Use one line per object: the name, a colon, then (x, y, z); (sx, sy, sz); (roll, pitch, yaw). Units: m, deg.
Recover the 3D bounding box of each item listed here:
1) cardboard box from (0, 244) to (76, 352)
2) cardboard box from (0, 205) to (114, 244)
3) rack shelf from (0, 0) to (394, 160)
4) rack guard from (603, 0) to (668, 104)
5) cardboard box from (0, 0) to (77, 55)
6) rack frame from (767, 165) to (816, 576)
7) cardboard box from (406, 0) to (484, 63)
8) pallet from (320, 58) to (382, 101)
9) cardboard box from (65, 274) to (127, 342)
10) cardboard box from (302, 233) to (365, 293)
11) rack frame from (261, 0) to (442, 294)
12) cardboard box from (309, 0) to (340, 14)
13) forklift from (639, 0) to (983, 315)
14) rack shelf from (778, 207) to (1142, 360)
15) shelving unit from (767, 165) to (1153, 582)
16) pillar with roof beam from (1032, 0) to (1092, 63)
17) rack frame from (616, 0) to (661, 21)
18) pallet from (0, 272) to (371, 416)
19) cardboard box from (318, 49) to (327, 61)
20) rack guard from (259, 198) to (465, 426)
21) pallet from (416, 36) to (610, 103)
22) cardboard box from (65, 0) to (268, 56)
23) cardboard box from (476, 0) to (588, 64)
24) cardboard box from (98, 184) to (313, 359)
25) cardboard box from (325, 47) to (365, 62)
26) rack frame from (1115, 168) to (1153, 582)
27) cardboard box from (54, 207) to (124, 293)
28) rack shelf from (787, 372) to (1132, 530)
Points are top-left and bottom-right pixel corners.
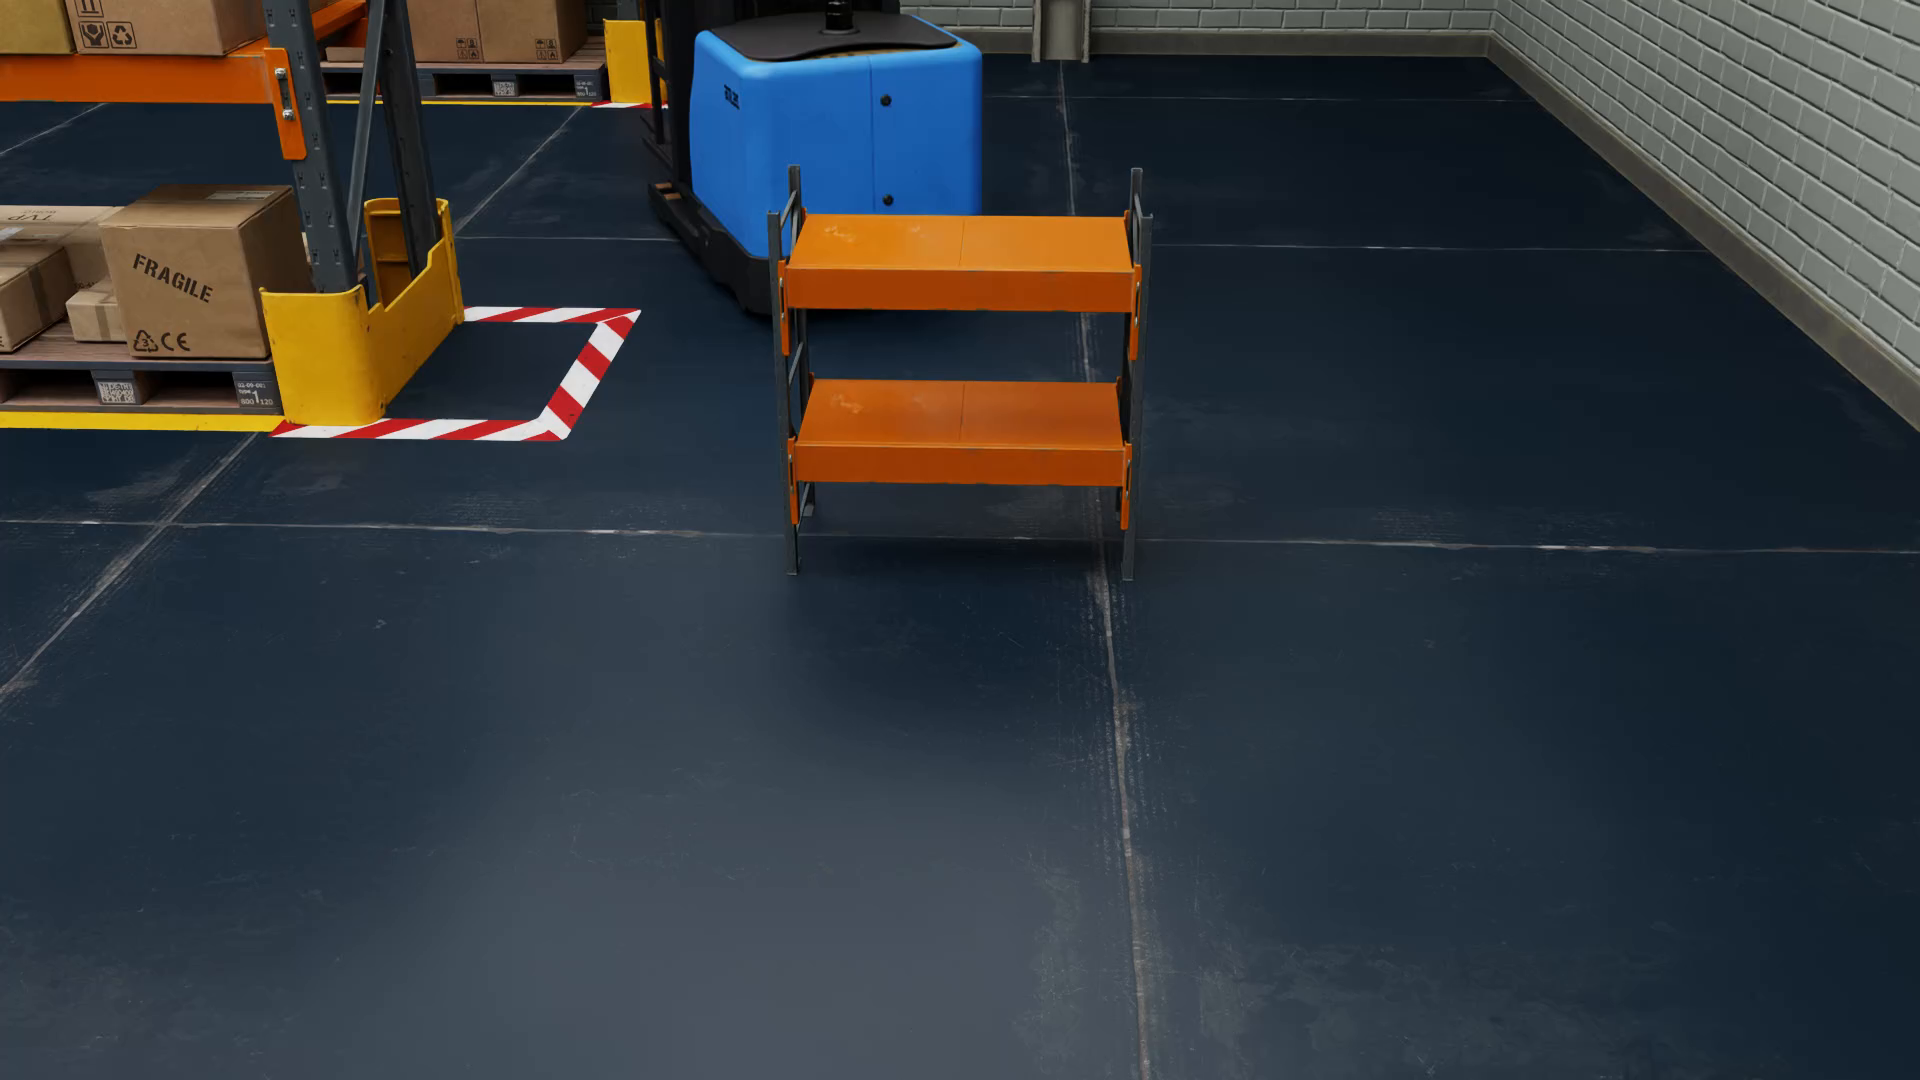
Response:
cardboard box: (-3.700, -0.915, 6.239); (0.500, 0.250, 0.500); (1, 28, 2)
cardboard box: (-3.733, -1.149, 6.682); (0.500, 0.250, 0.500); (1, 28, 2)
rack shelf: (-4.199, -1.727, 6.073); (4.000, 0.370, 1.077); (1, 28, 2)
rack guard: (-2.005, -3.226, 10.801); (0.348, 0.500, 1.175); (1, 28, 2)
cardboard box: (-3.176, -1.943, 5.605); (0.500, 0.500, 0.500); (1, 28, 2)
rack frame: (-0.501, -0.505, 5.002); (0.032, 1.125, 0.500); (1, 28, 2)
cardboard box: (-3.232, -3.384, 10.652); (0.500, 0.500, 0.700); (1, 28, 2)
pallet: (-4.047, -3.096, 10.866); (1.213, 0.211, 1.003); (1, 28, 2)
cardboard box: (-3.153, -0.897, 6.294); (0.250, 0.166, 0.380); (1, 28, 2)
cardboard box: (-2.606, -1.114, 6.723); (0.250, 0.149, 0.380); (1, 28, 2)
rack frame: (-2.200, -2.012, 5.842); (0.127, 3.000, 1.000); (1, 28, 2)
cardboard box: (-2.634, -2.187, 6.065); (0.500, 0.500, 0.500); (2, 28, 3)
forklift: (-0.910, -2.890, 7.573); (1.130, 2.935, 3.031); (-11, 30, -19)
rack shelf: (0.007, -0.755, 4.849); (1.000, 0.278, 0.538); (1, 28, 2)
shelving unit: (0.007, -0.497, 4.986); (1.048, 1.125, 0.538); (1, 28, 2)
pillar with roof beam: (0.548, -5.326, 5.689); (0.400, 9.000, 9.100); (1, 28, 2)
rack frame: (-2.029, -4.330, 10.216); (0.127, 3.000, 1.000); (1, 28, 2)
pallet: (-3.072, -0.793, 6.522); (1.213, 0.211, 1.003); (1, 28, 2)
cardboard box: (-4.268, -3.398, 10.678); (0.500, 0.500, 0.700); (2, 28, 3)
rack guard: (-2.276, -0.908, 6.430); (0.348, 0.500, 1.175); (1, 28, 2)
pallet: (-2.831, -3.075, 10.825); (1.213, 0.211, 1.003); (1, 28, 2)
cardboard box: (-2.657, -1.936, 5.592); (0.500, 0.500, 0.500); (2, 28, 3)
cardboard box: (-2.732, -3.376, 10.637); (0.500, 0.500, 0.700); (1, 28, 2)
cardboard box: (-2.752, -0.995, 6.124); (0.500, 0.500, 0.500); (1, 28, 2)
cardboard box: (-3.734, -3.392, 10.668); (0.500, 0.500, 0.700); (0, 28, 0)
rack frame: (0.515, -0.488, 4.970); (0.032, 1.125, 0.500); (1, 28, 2)
cardboard box: (-3.233, -1.141, 6.666); (0.500, 0.250, 0.500); (1, 28, 2)
rack shelf: (0.007, -0.281, 5.101); (1.000, 0.278, 0.538); (1, 28, 2)
